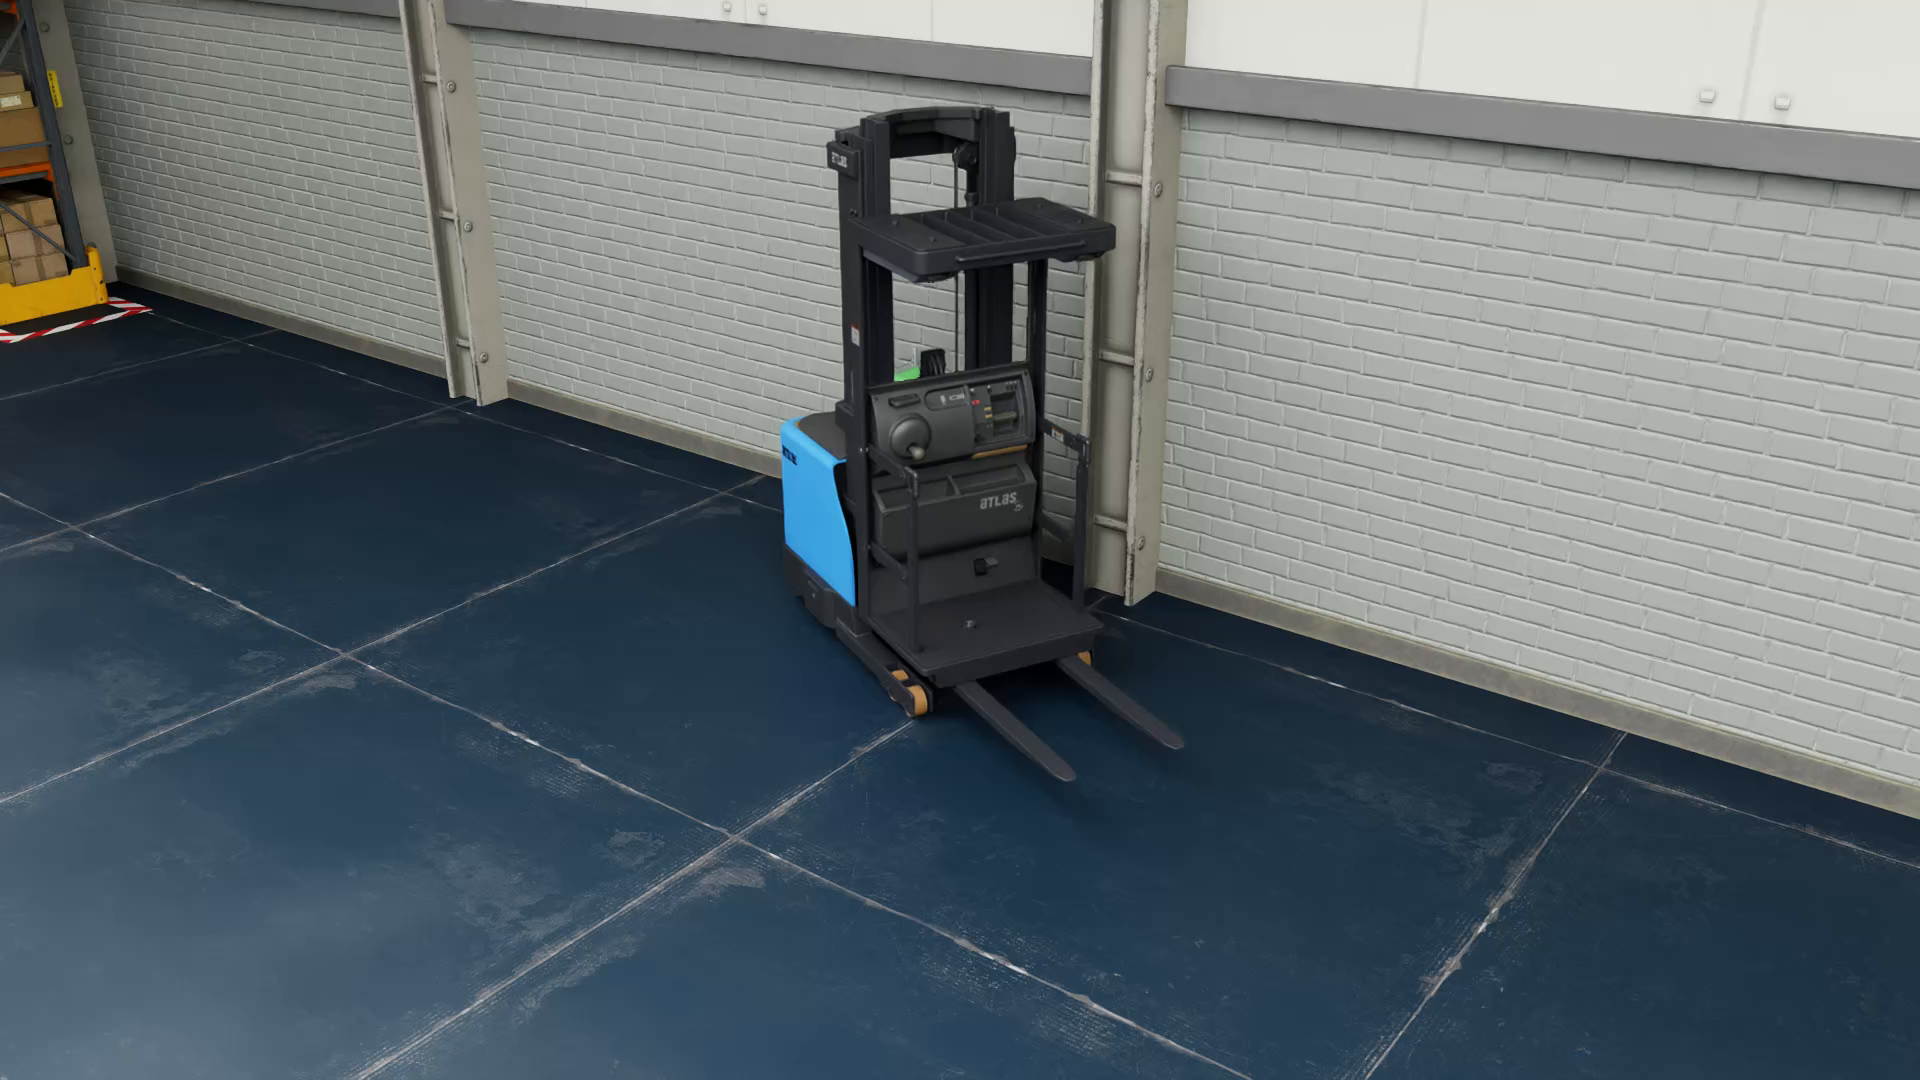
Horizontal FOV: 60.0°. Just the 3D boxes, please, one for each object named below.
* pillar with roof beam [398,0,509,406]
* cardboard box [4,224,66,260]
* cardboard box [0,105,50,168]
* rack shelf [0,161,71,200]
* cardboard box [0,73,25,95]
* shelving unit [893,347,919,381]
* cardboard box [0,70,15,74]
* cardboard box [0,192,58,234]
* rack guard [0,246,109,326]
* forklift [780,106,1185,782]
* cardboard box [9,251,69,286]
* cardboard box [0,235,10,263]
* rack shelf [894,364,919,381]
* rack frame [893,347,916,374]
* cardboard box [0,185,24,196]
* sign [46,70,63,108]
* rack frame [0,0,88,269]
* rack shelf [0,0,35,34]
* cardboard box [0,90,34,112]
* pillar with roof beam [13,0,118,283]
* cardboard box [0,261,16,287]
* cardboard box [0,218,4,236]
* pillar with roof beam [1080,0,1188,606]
[{"bbox_3d":[-6.435,-3.883,8.402,0.400,9.000,9.100,17,29,33],"label":"pillar with roof beam"},{"bbox_3d":[-8.890,-2.862,15.794,0.500,0.250,0.500,17,29,34],"label":"cardboard box"},{"bbox_3d":[-8.868,-3.774,15.470,0.500,0.500,0.500,18,29,35],"label":"cardboard box"},{"bbox_3d":[-10.238,-3.673,16.258,4.000,0.370,1.077,17,29,33],"label":"rack shelf"},{"bbox_3d":[-8.779,-4.147,15.145,0.250,0.149,0.380,16,28,32],"label":"cardboard box"},{"bbox_3d":[-0.161,-0.574,10.562,0.503,1.200,0.258,17,28,33],"label":"shelving unit"},{"bbox_3d":[-8.954,-4.232,15.337,0.250,0.149,0.380,18,29,35],"label":"cardboard box"},{"bbox_3d":[-8.909,-3.087,15.686,0.500,0.250,0.500,16,29,33],"label":"cardboard box"},{"bbox_3d":[-8.619,-2.369,15.506,0.348,0.500,1.175,17,29,33],"label":"rack guard"},{"bbox_3d":[0.074,-0.626,8.535,1.130,2.935,3.031,-12,27,-25],"label":"forklift"},{"bbox_3d":[-8.914,-2.634,15.898,0.500,0.250,0.500,17,29,34],"label":"cardboard box"},{"bbox_3d":[-9.215,-2.698,15.422,0.500,0.250,0.500,16,29,33],"label":"cardboard box"},{"bbox_3d":[-0.160,-0.955,10.396,0.480,0.148,0.258,17,28,33],"label":"rack shelf"},{"bbox_3d":[-0.358,-0.632,10.695,0.015,1.200,0.240,17,28,33],"label":"rack frame"},{"bbox_3d":[-9.311,-3.207,15.957,0.500,0.250,0.500,17,29,33],"label":"cardboard box"},{"bbox_3d":[-8.300,-4.128,15.228,0.005,0.325,0.100,17,29,33],"label":"sign"},{"bbox_3d":[-8.638,-3.518,15.015,0.127,3.000,1.000,17,29,33],"label":"rack frame"},{"bbox_3d":[-10.238,-5.045,15.653,4.000,0.370,1.077,17,29,33],"label":"rack shelf"},{"bbox_3d":[-8.754,-4.027,15.240,0.250,0.149,0.380,16,28,32],"label":"cardboard box"},{"bbox_3d":[-11.237,-5.334,11.695,0.400,9.000,9.100,17,29,33],"label":"pillar with roof beam"},{"bbox_3d":[-9.204,-2.464,15.511,0.500,0.250,0.500,17,29,34],"label":"cardboard box"},{"bbox_3d":[-9.194,-2.921,15.308,0.500,0.250,0.500,18,29,35],"label":"cardboard box"},{"bbox_3d":[-1.634,-2.432,5.109,0.400,9.000,9.100,17,29,33],"label":"pillar with roof beam"}]
